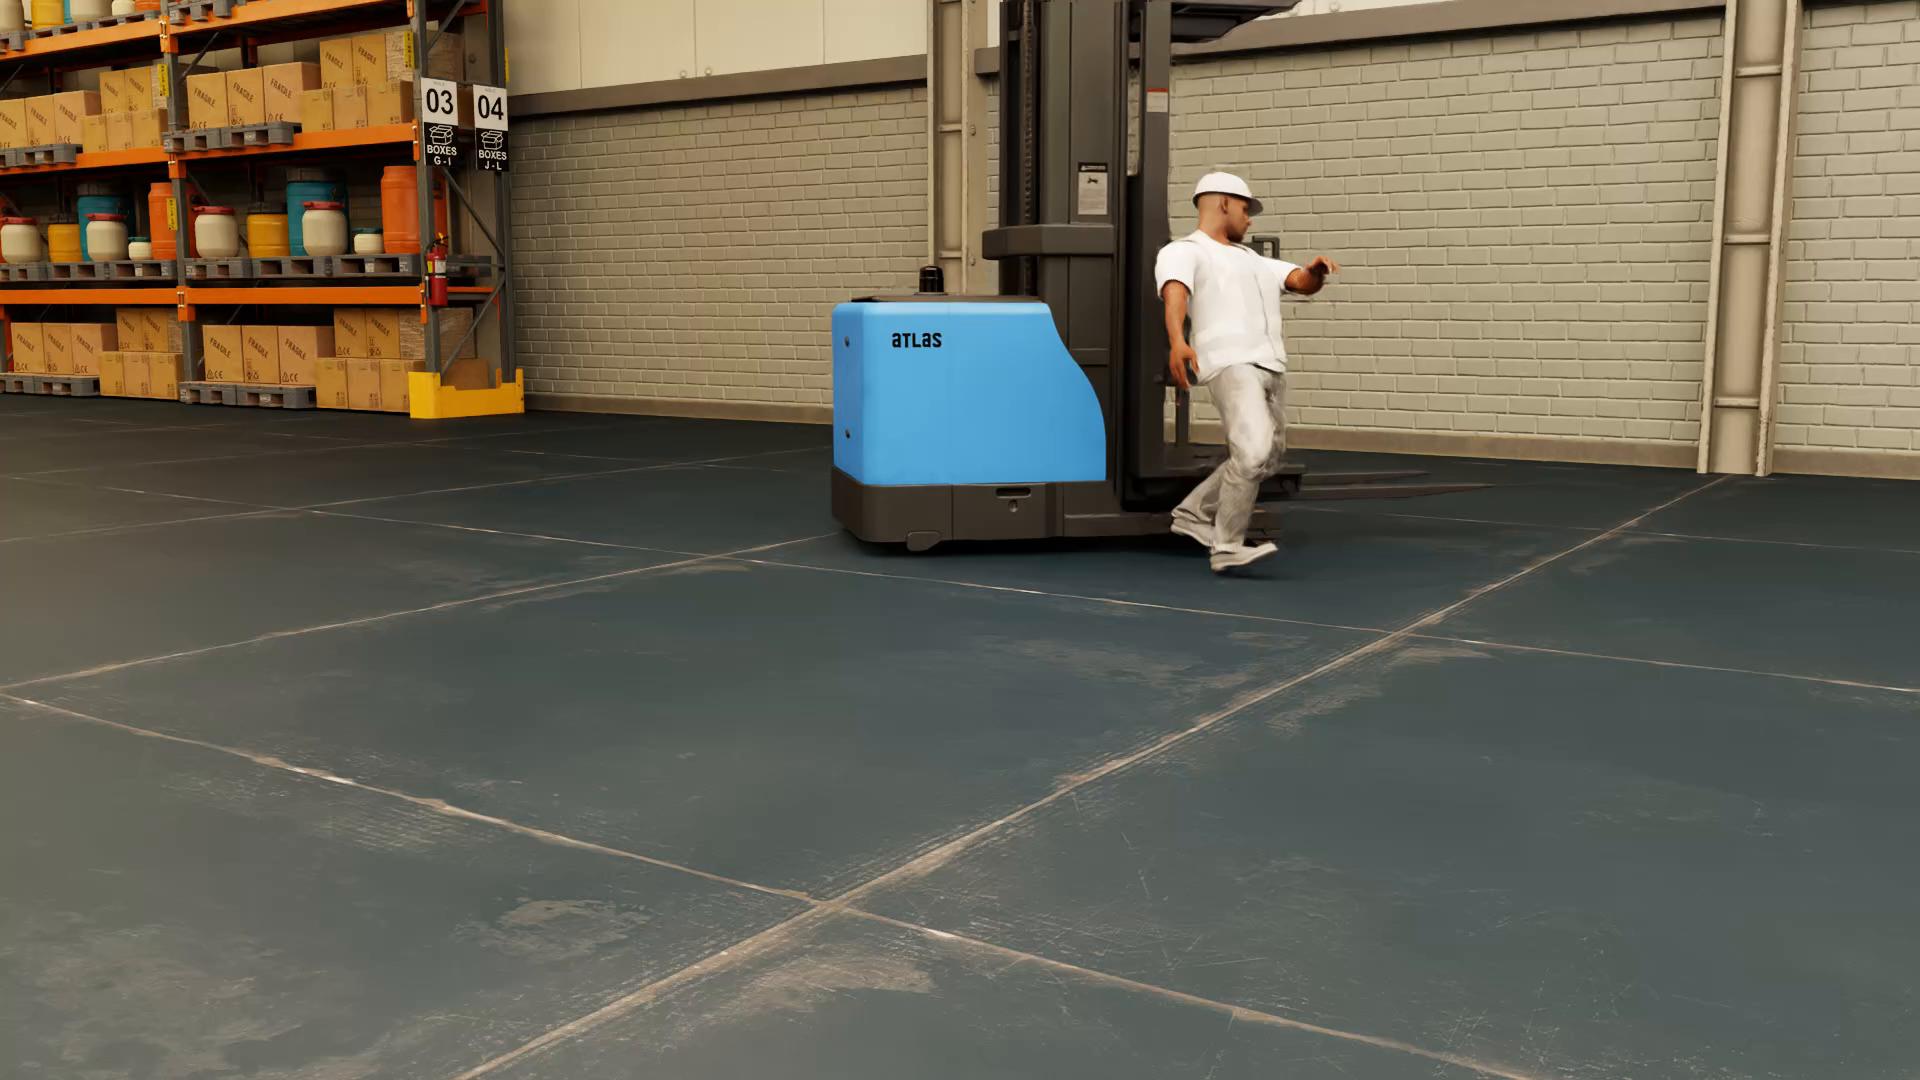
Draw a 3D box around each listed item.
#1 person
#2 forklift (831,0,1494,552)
[{"bbox_3d":[1.080,-0.671,6.599,0.860,1.594,0.867,6,10,34],"label":"person"},{"bbox_3d":[0.961,-1.485,7.634,3.031,2.935,1.130,-2,8,-13],"label":"forklift"}]
